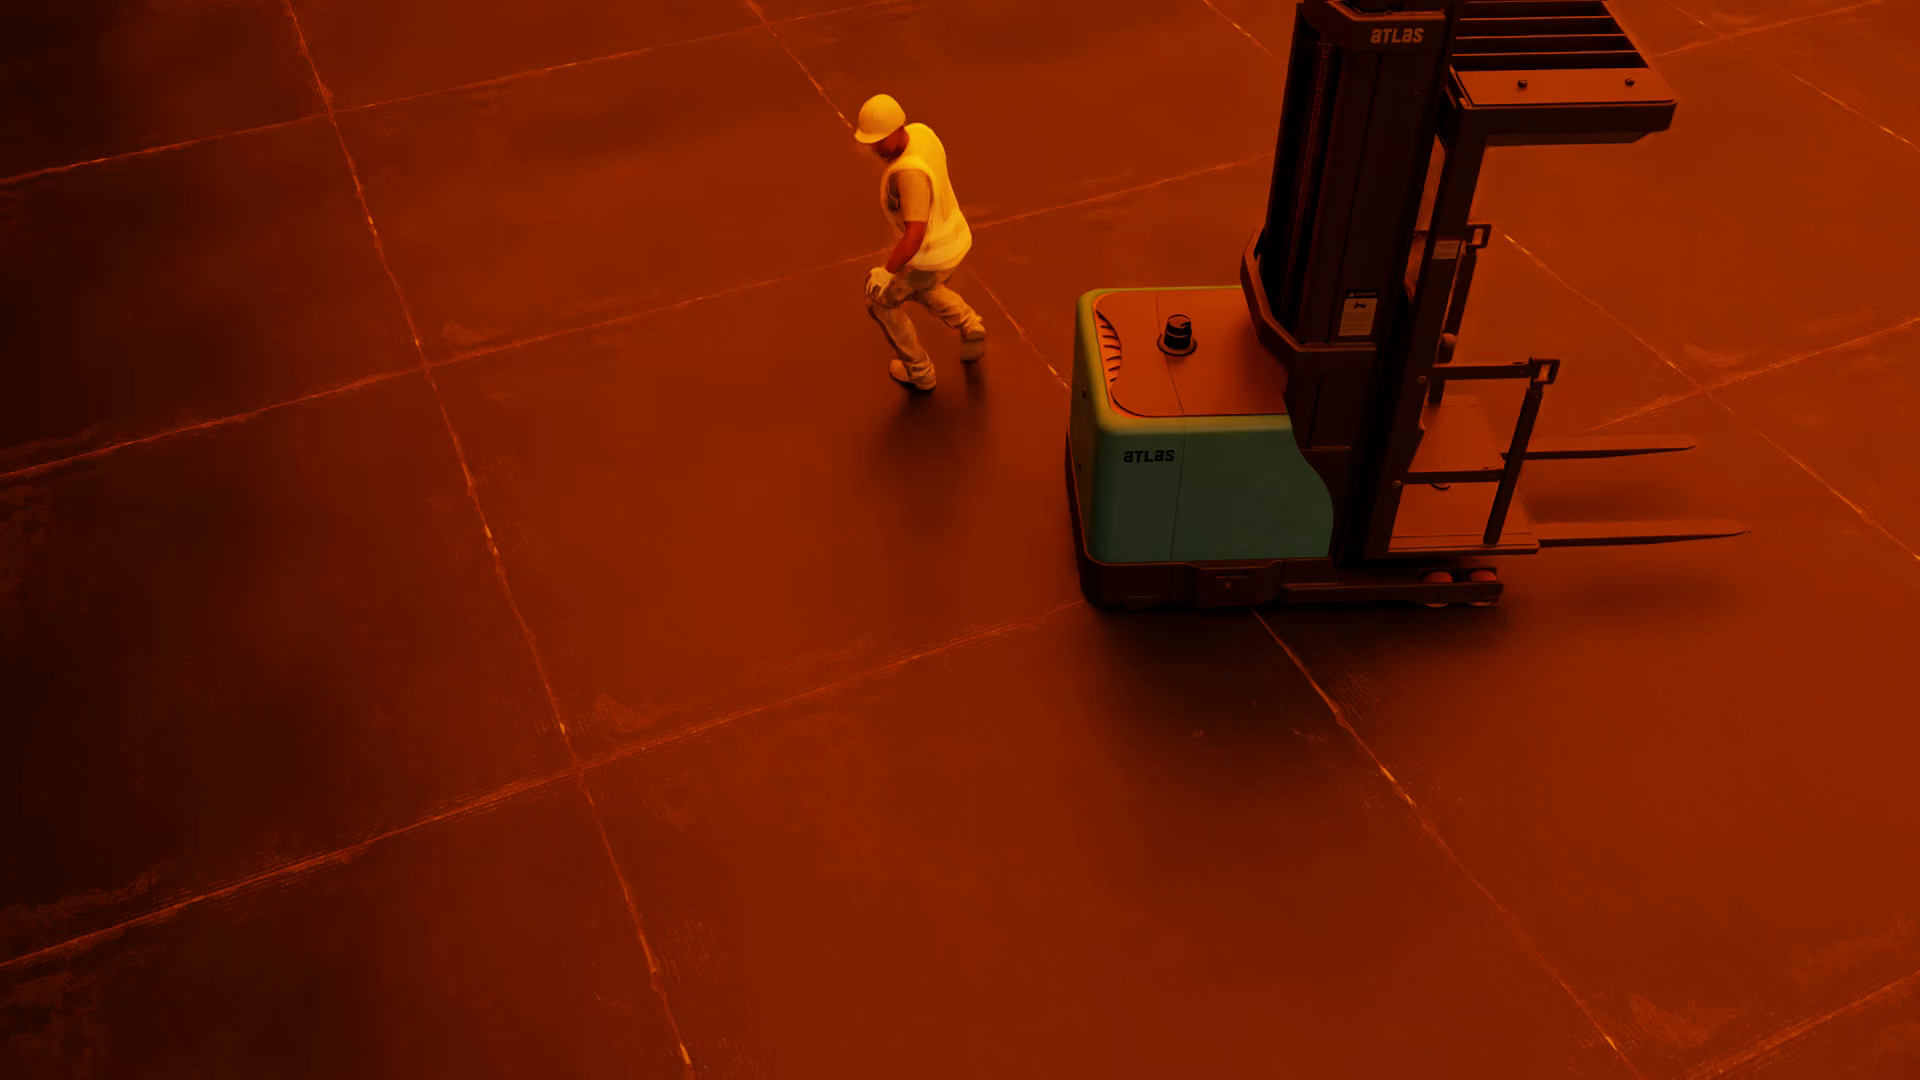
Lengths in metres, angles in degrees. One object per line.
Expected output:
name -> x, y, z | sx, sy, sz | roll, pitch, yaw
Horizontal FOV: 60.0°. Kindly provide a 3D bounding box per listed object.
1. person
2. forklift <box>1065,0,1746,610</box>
person -> -0.160, -1.503, 8.308 | 0.586, 1.593, 0.959 | 13, 45, 14
forklift -> 2.041, -1.131, 6.892 | 3.031, 2.935, 1.130 | -2, 43, -2
